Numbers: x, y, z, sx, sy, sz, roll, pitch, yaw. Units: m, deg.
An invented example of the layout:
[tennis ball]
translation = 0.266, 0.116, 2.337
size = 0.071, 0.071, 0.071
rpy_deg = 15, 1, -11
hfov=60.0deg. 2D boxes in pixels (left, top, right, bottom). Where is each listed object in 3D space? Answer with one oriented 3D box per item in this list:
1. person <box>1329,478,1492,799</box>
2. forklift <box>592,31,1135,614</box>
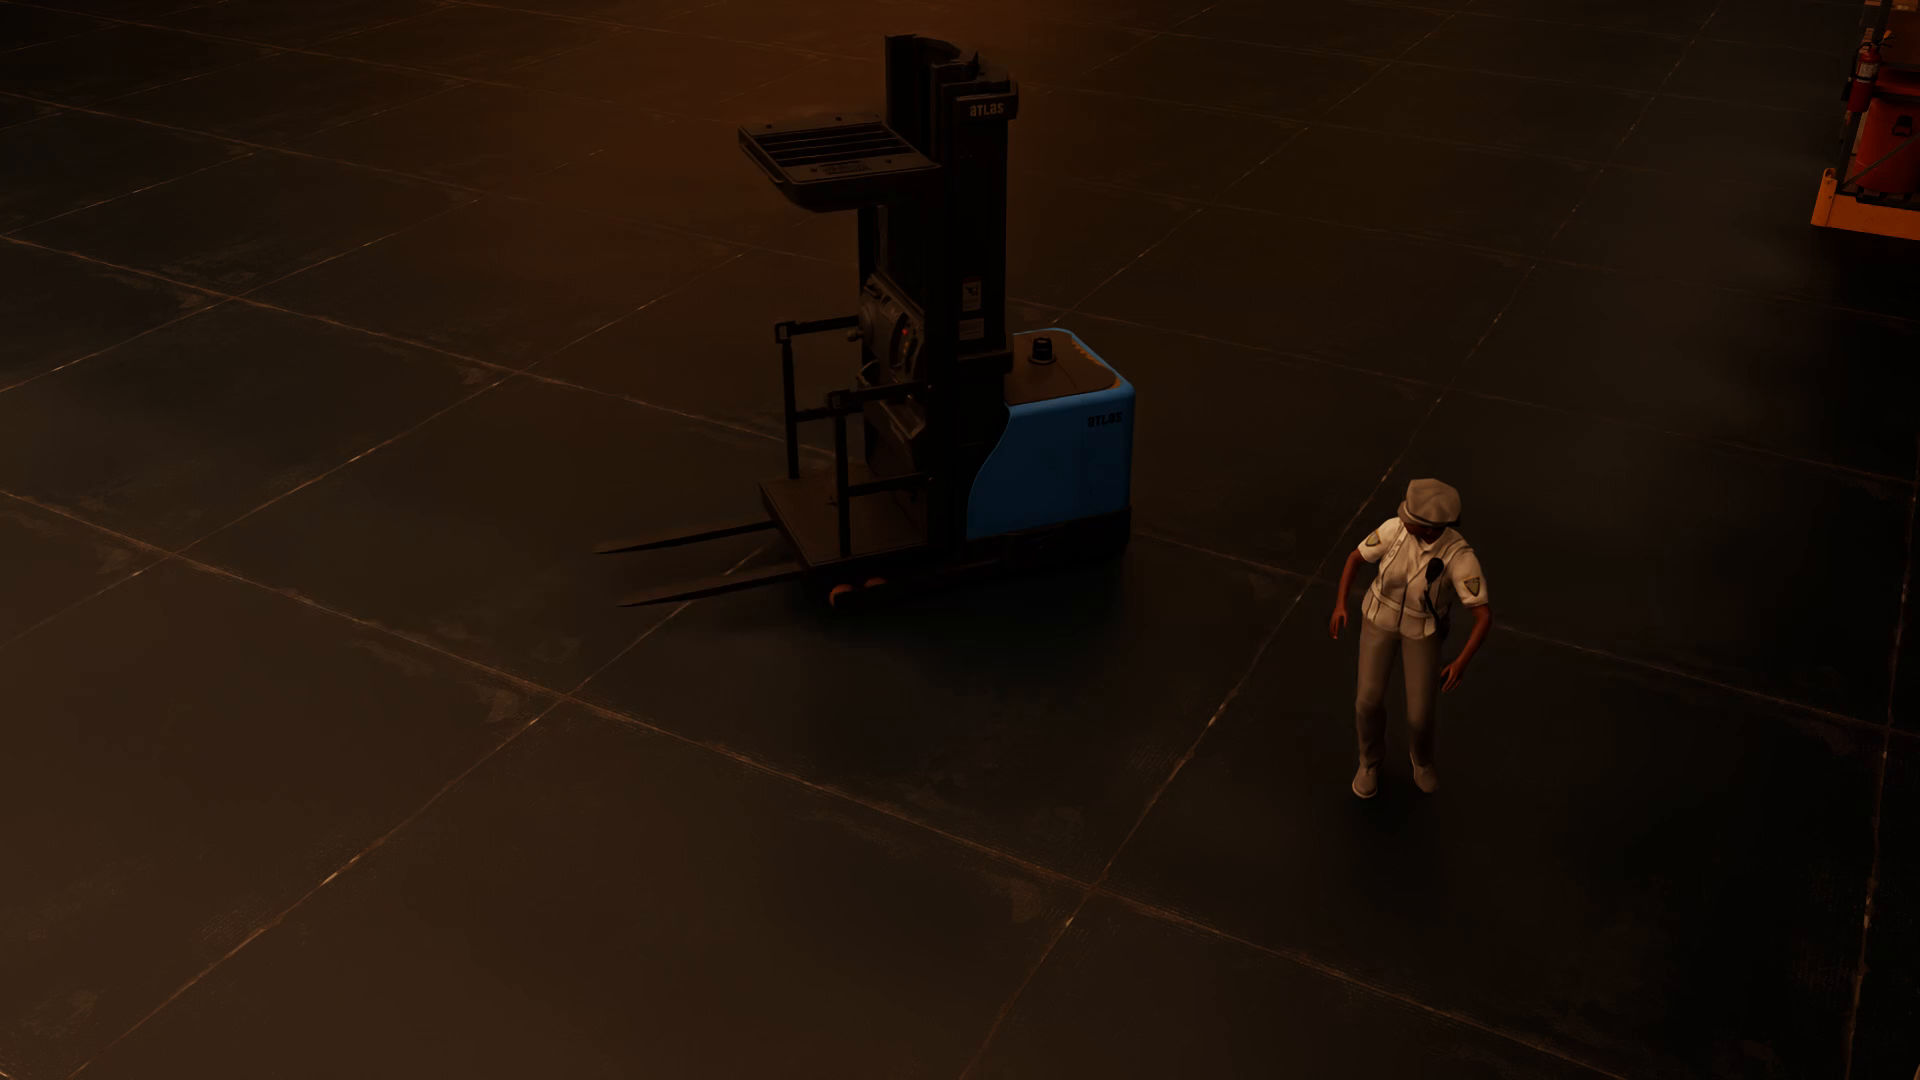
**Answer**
[person]
translation = 2.040, 0.482, 7.603
size = 0.695, 1.626, 0.642
rpy_deg = 13, 33, 22
[forklift]
translation = -0.567, -1.154, 9.070
size = 3.031, 2.935, 1.130
rpy_deg = -11, 32, -19
